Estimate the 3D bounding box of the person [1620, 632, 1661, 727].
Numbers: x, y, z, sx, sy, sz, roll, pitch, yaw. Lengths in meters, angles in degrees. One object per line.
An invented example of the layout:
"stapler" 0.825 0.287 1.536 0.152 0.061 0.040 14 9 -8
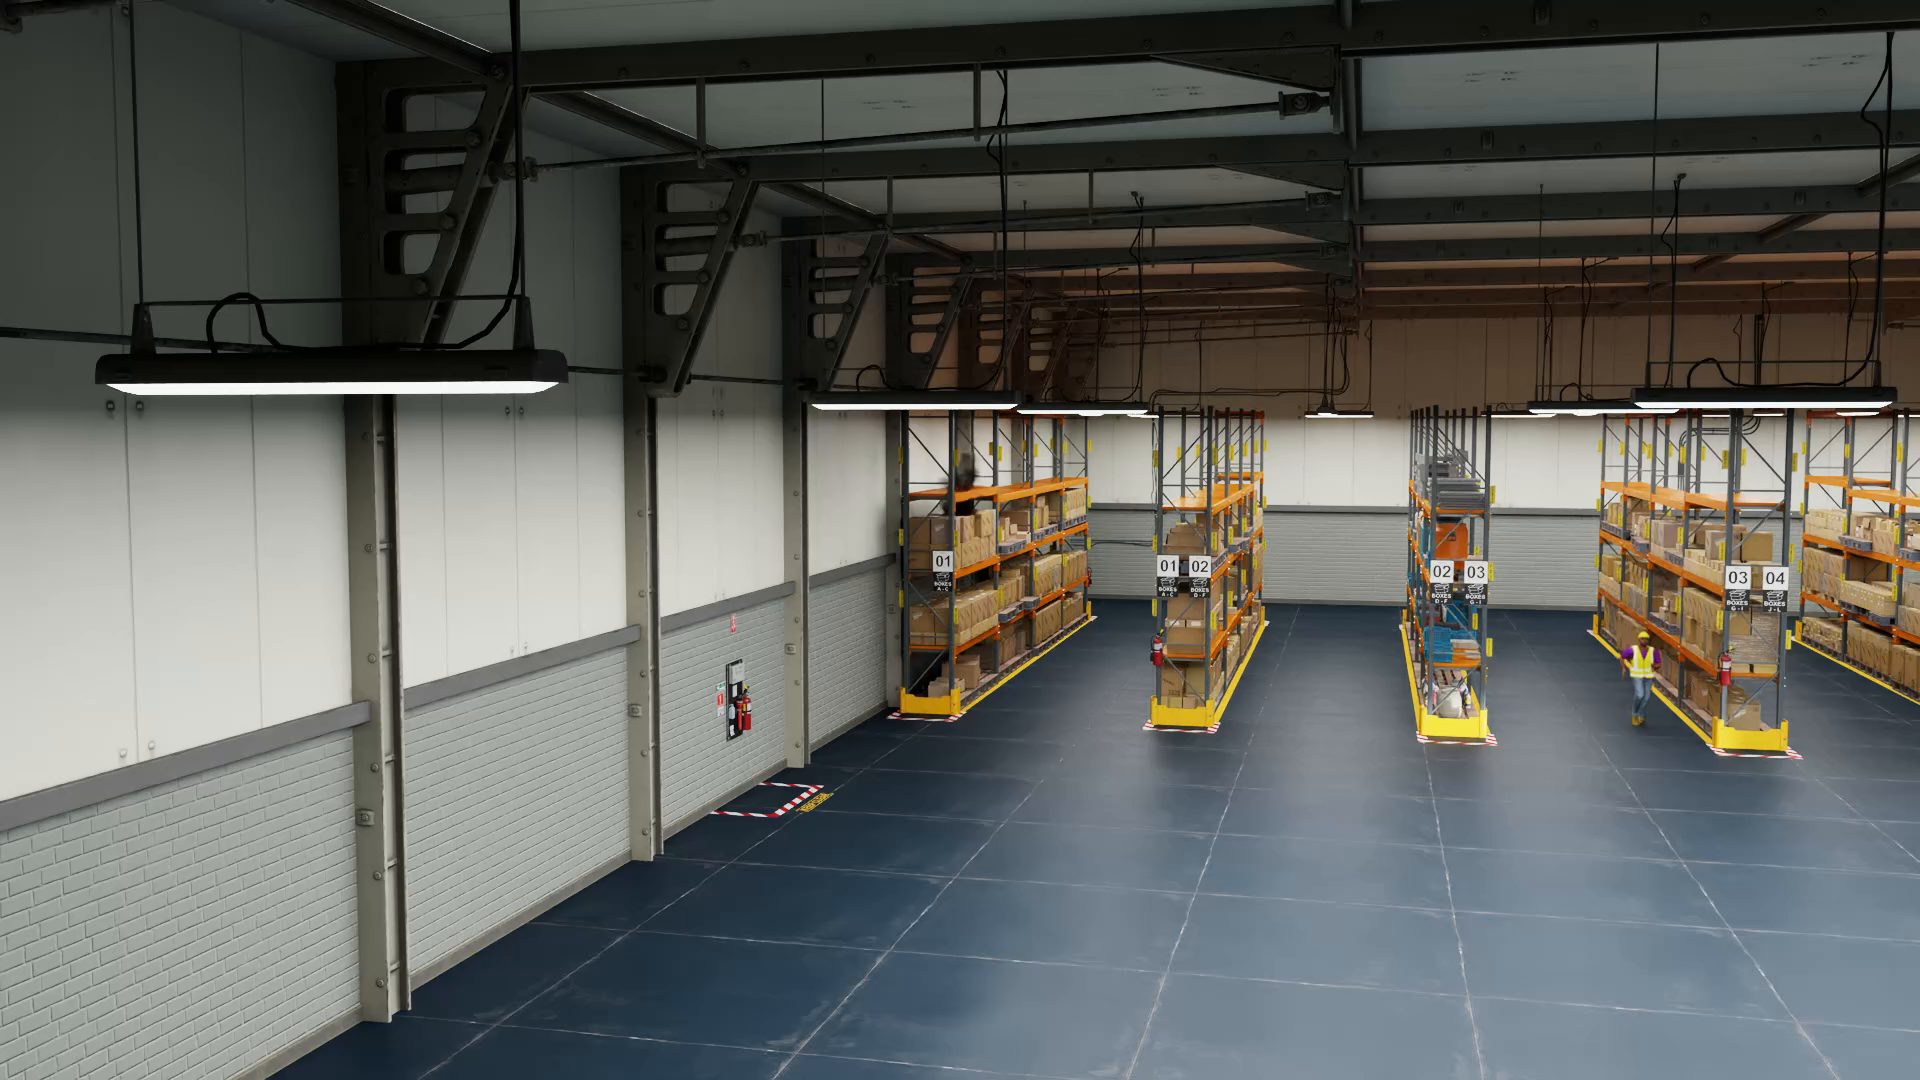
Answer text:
"person" 12.794 2.608 31.194 0.672 1.785 0.720 0 4 5
